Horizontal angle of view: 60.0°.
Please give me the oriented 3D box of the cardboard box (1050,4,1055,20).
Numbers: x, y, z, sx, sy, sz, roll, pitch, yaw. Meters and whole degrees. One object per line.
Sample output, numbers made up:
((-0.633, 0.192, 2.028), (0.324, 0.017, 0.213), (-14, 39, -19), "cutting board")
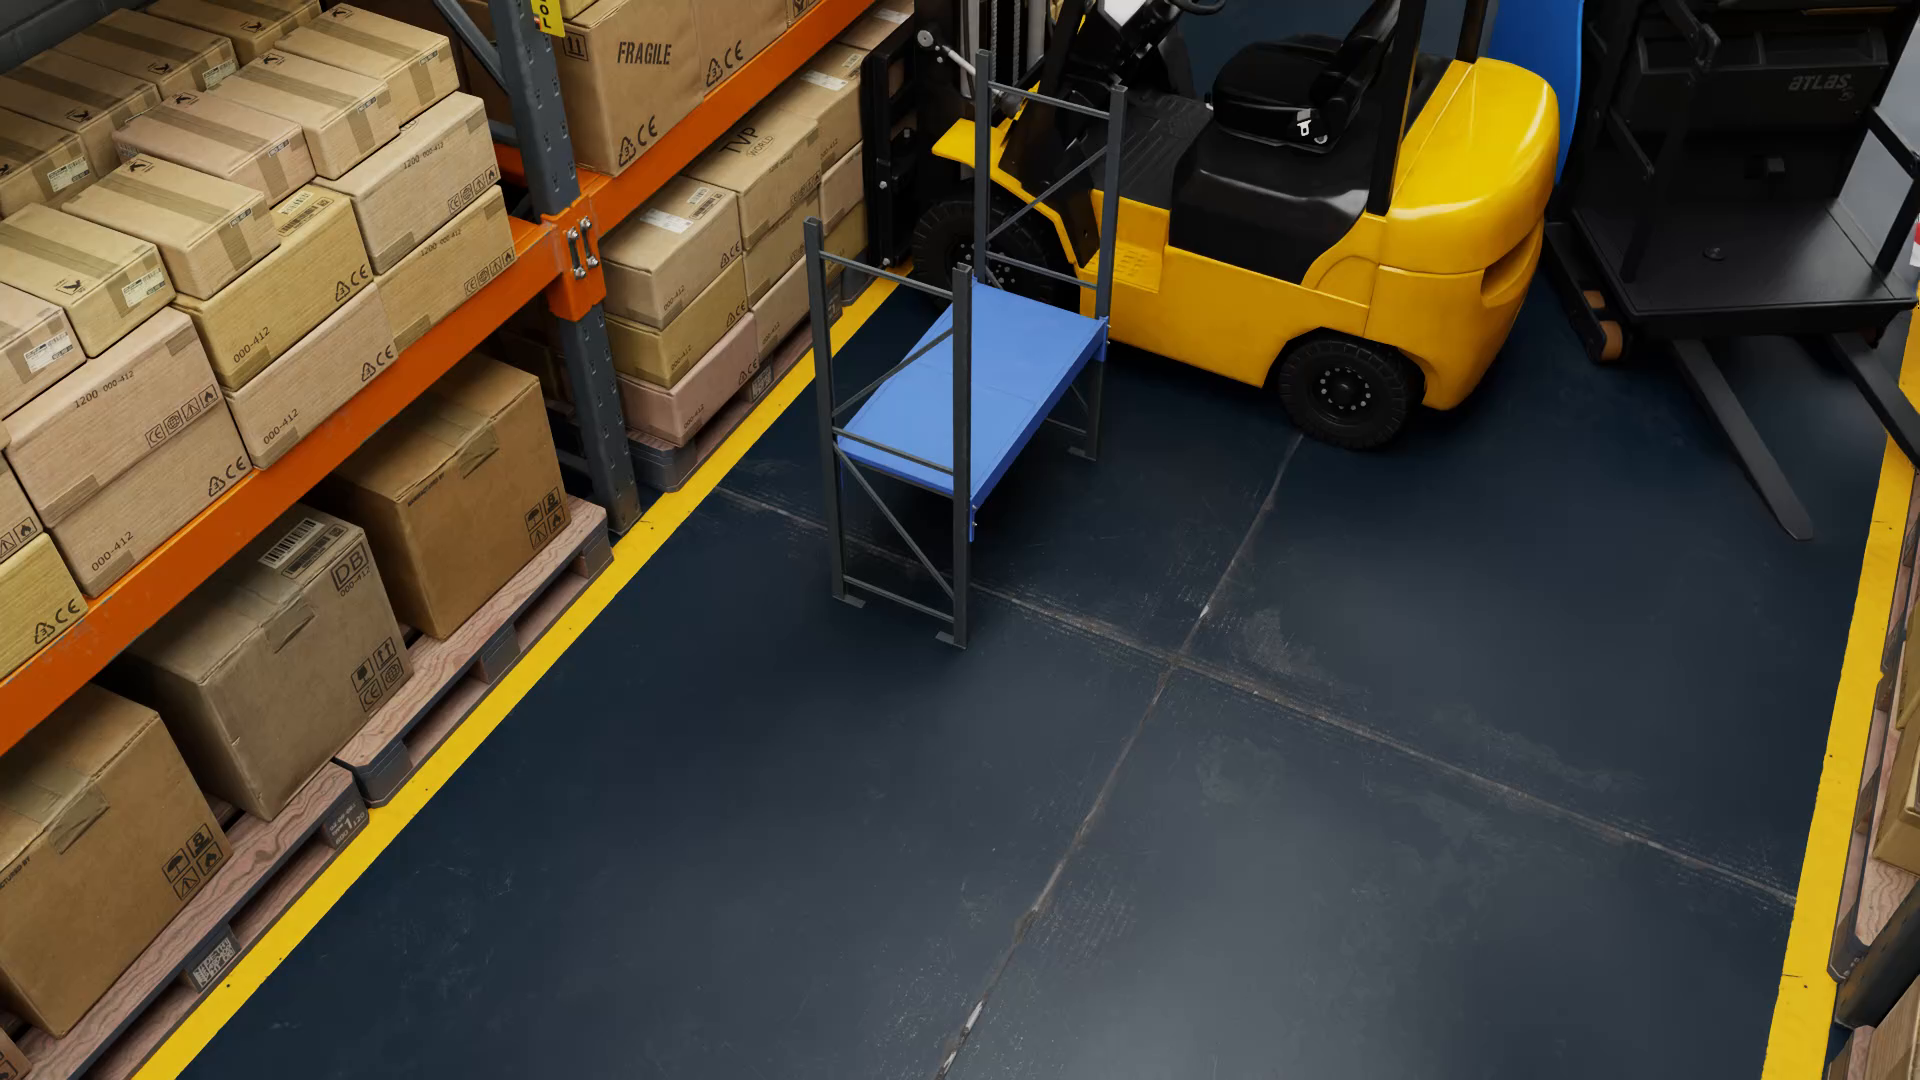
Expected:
((0.096, -2.256, 7.509), (0.500, 0.250, 0.500), (20, 49, 19), "cardboard box")

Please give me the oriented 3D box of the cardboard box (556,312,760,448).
((-1.066, -0.642, 5.914), (0.500, 0.250, 0.500), (21, 49, 19), "cardboard box")

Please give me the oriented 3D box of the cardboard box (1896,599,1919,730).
((3.089, 0.390, 4.894), (0.500, 0.250, 0.500), (19, 48, 18), "cardboard box")

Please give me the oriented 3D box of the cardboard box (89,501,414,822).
((-2.183, 0.240, 4.778), (0.875, 0.625, 0.625), (20, 49, 19), "cardboard box")

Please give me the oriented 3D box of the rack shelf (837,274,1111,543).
((0.040, -0.455, 5.398), (0.538, 0.185, 1.000), (20, 49, 19), "rack shelf")

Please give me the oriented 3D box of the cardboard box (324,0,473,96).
((-1.614, -1.673, 5.224), (0.500, 0.500, 0.500), (20, 49, 19), "cardboard box")

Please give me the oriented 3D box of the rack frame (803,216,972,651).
((-0.196, -0.261, 4.953), (0.500, 1.500, 0.032), (20, 49, 19), "rack frame")

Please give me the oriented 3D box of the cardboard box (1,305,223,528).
((-2.060, -0.348, 3.739), (0.500, 0.250, 0.500), (21, 49, 20), "cardboard box")

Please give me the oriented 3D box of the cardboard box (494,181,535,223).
((-1.526, -1.172, 5.734), (0.500, 0.250, 0.500), (21, 49, 20), "cardboard box")

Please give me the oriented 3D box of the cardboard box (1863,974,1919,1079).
((2.573, 1.478, 3.732), (0.950, 0.372, 0.625), (21, 49, 20), "cardboard box")

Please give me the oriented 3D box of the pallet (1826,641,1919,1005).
((3.095, 0.916, 4.696), (1.003, 0.211, 1.213), (20, 49, 19), "pallet")

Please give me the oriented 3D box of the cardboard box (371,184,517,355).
((-1.586, -0.809, 4.546), (0.500, 0.250, 0.500), (22, 49, 20), "cardboard box")

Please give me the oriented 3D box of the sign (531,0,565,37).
((-1.098, -1.472, 4.337), (0.100, 0.325, 0.005), (20, 49, 19), "sign")

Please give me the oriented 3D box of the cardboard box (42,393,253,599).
((-2.072, -0.188, 3.932), (0.500, 0.250, 0.500), (21, 49, 19), "cardboard box")

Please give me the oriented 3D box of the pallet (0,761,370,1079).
((-2.456, 0.963, 4.650), (1.003, 0.211, 1.213), (20, 49, 19), "pallet")

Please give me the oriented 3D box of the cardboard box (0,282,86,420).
((-2.112, -0.426, 3.535), (0.380, 0.149, 0.250), (21, 49, 19), "cardboard box")

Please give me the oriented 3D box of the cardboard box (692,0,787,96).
((-0.919, -1.828, 5.377), (0.500, 0.500, 0.500), (21, 49, 20), "cardboard box")

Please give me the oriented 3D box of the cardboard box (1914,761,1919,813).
((2.852, 0.465, 4.292), (0.500, 0.500, 0.500), (20, 49, 19), "cardboard box")

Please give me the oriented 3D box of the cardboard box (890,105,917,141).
((-0.375, -1.774, 6.681), (0.500, 0.250, 0.500), (20, 49, 19), "cardboard box")

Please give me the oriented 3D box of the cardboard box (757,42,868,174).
((-0.614, -1.635, 6.192), (0.500, 0.250, 0.500), (22, 49, 20), "cardboard box")

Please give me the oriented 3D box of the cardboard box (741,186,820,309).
((-0.854, -1.143, 6.057), (0.500, 0.250, 0.500), (20, 49, 19), "cardboard box")

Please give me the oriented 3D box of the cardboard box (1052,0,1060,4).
((0.324, -2.732, 7.628), (0.500, 0.250, 0.500), (20, 49, 19), "cardboard box")

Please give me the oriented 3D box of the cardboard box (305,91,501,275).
((-1.585, -0.995, 4.378), (0.500, 0.250, 0.500), (19, 48, 18), "cardboard box")

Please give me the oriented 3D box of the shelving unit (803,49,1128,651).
((0.040, -0.581, 5.270), (0.538, 1.500, 1.048), (20, 49, 19), "shelving unit")

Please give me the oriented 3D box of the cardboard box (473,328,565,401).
((-1.537, -0.819, 6.089), (0.500, 0.250, 0.500), (21, 49, 19), "cardboard box")

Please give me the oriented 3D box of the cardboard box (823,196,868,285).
((-0.619, -1.296, 6.560), (0.500, 0.250, 0.500), (21, 49, 20), "cardboard box")

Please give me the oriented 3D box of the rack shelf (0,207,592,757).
((-2.512, 0.247, 3.903), (1.077, 0.370, 4.000), (20, 49, 19), "rack shelf")

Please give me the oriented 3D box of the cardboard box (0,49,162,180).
((-2.224, -1.069, 4.172), (0.380, 0.149, 0.250), (20, 49, 19), "cardboard box")

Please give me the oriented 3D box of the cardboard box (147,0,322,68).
((-1.937, -1.378, 4.477), (0.380, 0.149, 0.250), (19, 48, 18), "cardboard box")

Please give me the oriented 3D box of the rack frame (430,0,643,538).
((-1.584, -1.266, 4.892), (1.000, 3.000, 0.127), (20, 49, 19), "rack frame")

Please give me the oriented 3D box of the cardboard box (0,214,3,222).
((-2.463, -0.753, 3.859), (0.380, 0.149, 0.250), (20, 49, 19), "cardboard box")

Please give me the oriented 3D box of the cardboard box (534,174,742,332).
((-1.081, -0.999, 5.564), (0.500, 0.250, 0.500), (20, 49, 18), "cardboard box")

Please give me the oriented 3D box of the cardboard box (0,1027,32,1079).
((-2.842, 1.139, 3.890), (0.875, 0.625, 0.625), (22, 49, 20), "cardboard box")

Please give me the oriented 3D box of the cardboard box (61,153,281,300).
((-1.814, -0.725, 3.832), (0.380, 0.149, 0.250), (19, 48, 18), "cardboard box")

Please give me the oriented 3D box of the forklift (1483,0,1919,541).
((2.957, -1.964, 5.631), (1.130, 2.935, 3.031), (-3, 45, -3), "forklift")

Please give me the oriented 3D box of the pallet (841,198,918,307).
((-0.612, -1.544, 7.128), (1.003, 0.211, 1.213), (20, 49, 19), "pallet")

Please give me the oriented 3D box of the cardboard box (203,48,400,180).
((-1.649, -1.072, 4.174), (0.380, 0.149, 0.250), (20, 49, 18), "cardboard box")
